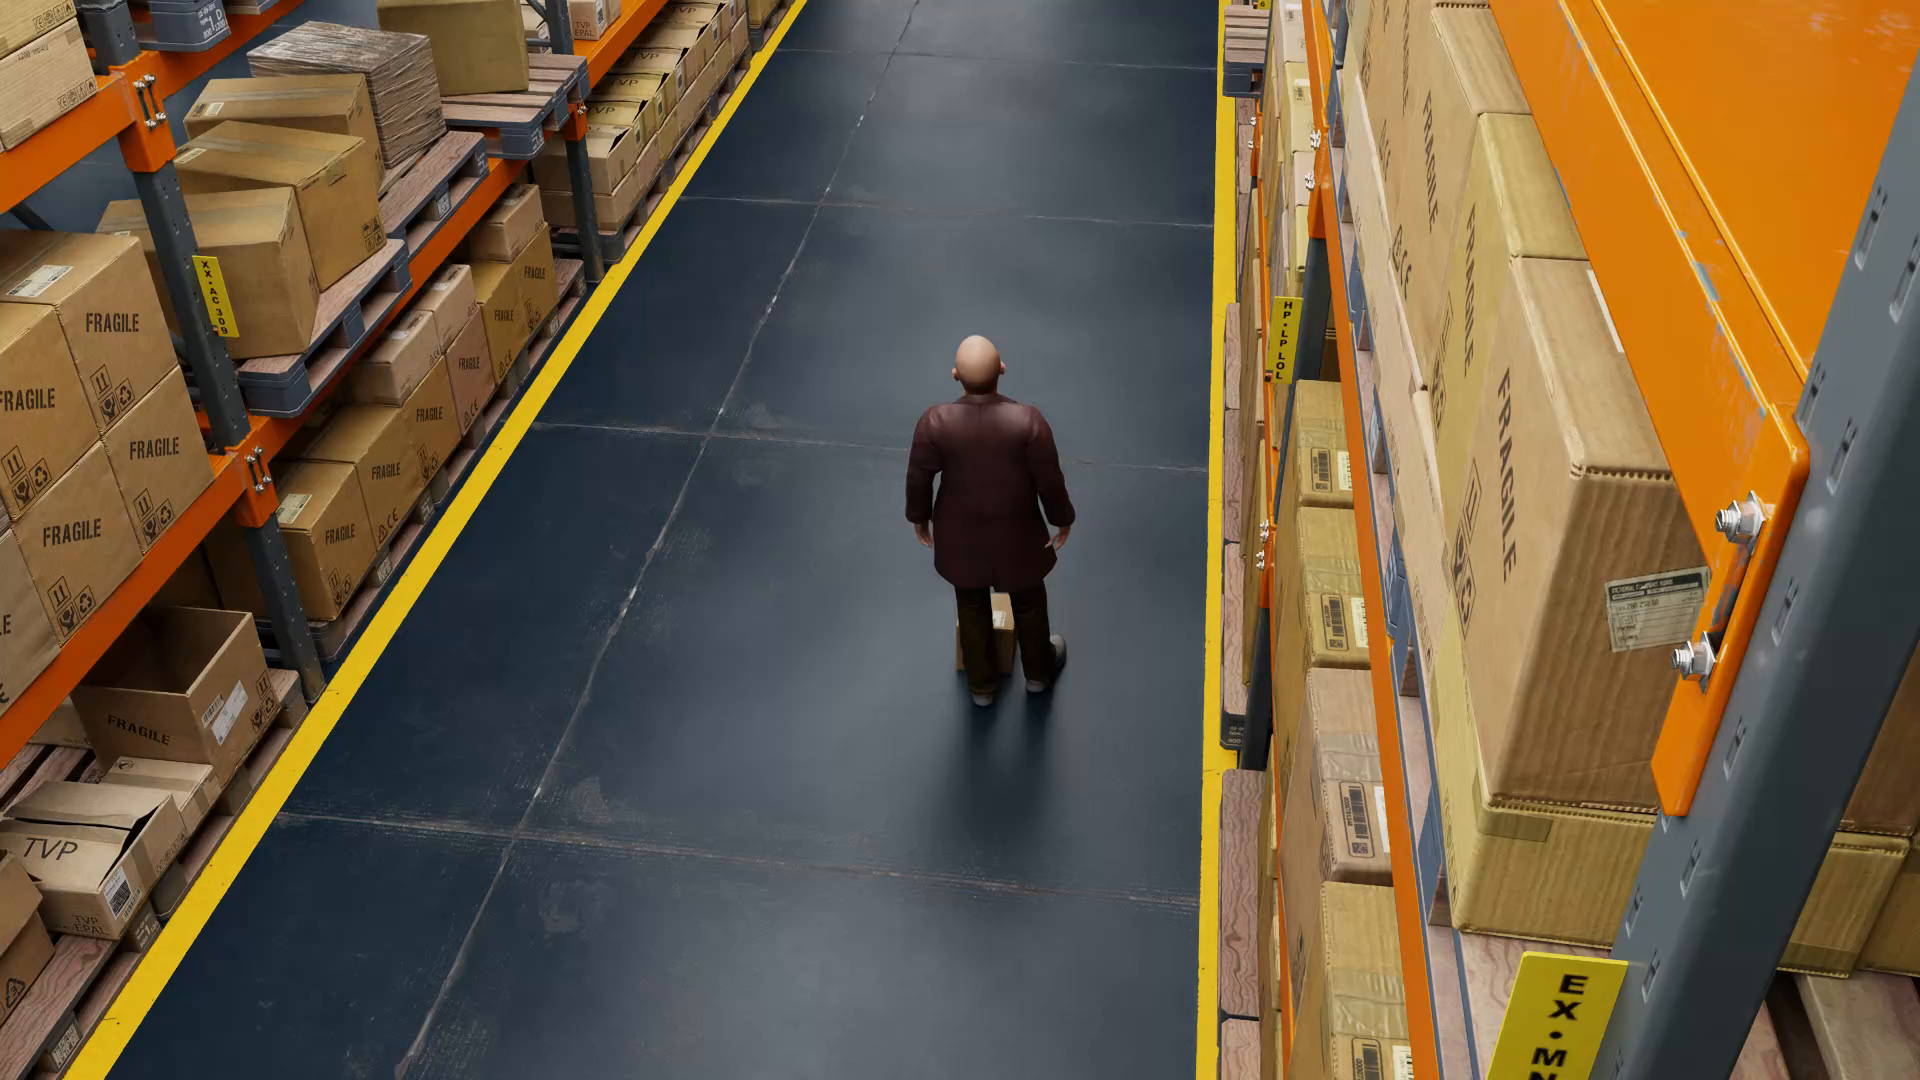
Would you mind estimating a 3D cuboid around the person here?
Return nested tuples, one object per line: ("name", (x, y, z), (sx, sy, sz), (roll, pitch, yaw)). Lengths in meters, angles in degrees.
("person", (0.129, -0.108, 6.793), (0.697, 1.776, 0.582), (5, 36, 6))
